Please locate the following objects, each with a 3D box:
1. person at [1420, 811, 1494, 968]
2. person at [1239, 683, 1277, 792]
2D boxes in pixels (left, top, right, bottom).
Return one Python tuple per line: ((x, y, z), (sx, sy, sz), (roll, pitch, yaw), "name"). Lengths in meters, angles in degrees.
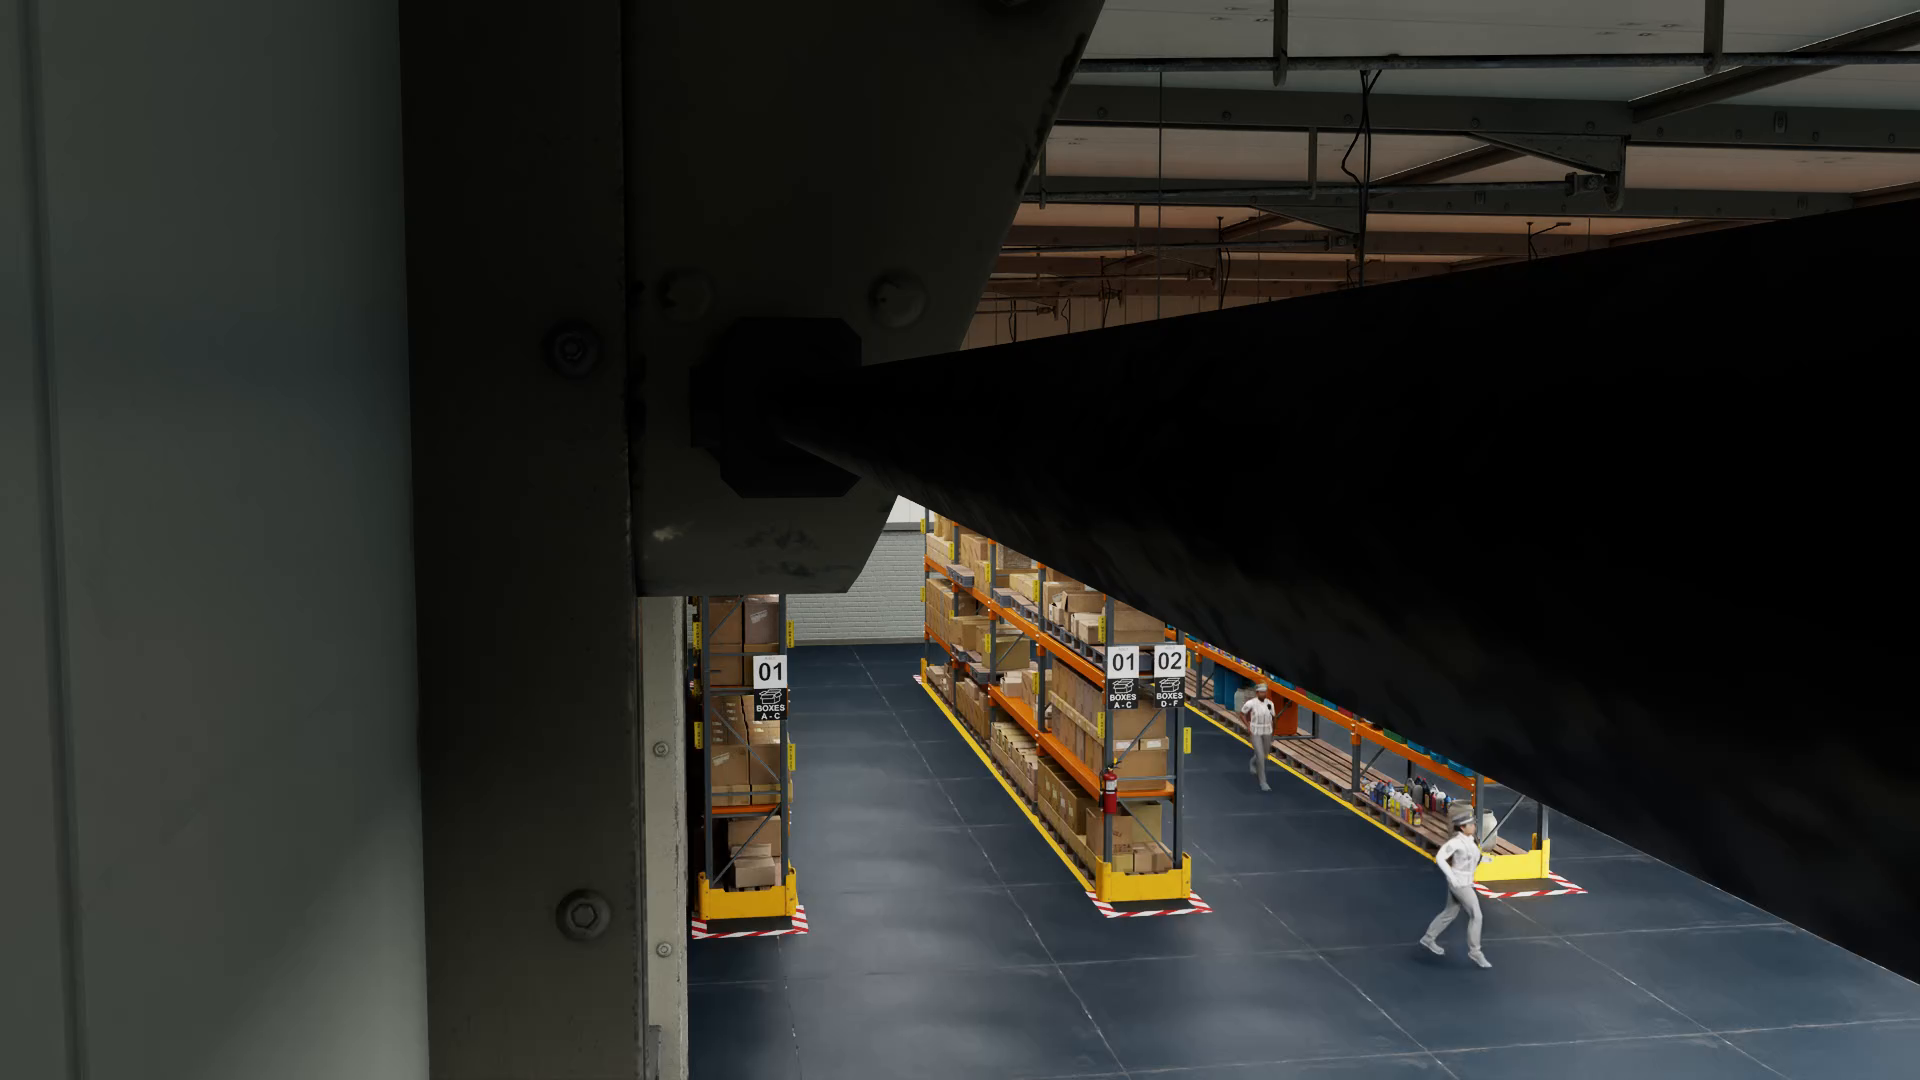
((5.561, 3.862, 18.550), (0.774, 1.751, 0.585), (2, 5, 21), "person")
((4.833, 3.124, 26.859), (0.579, 1.677, 0.746), (-1, 5, -14), "person")
